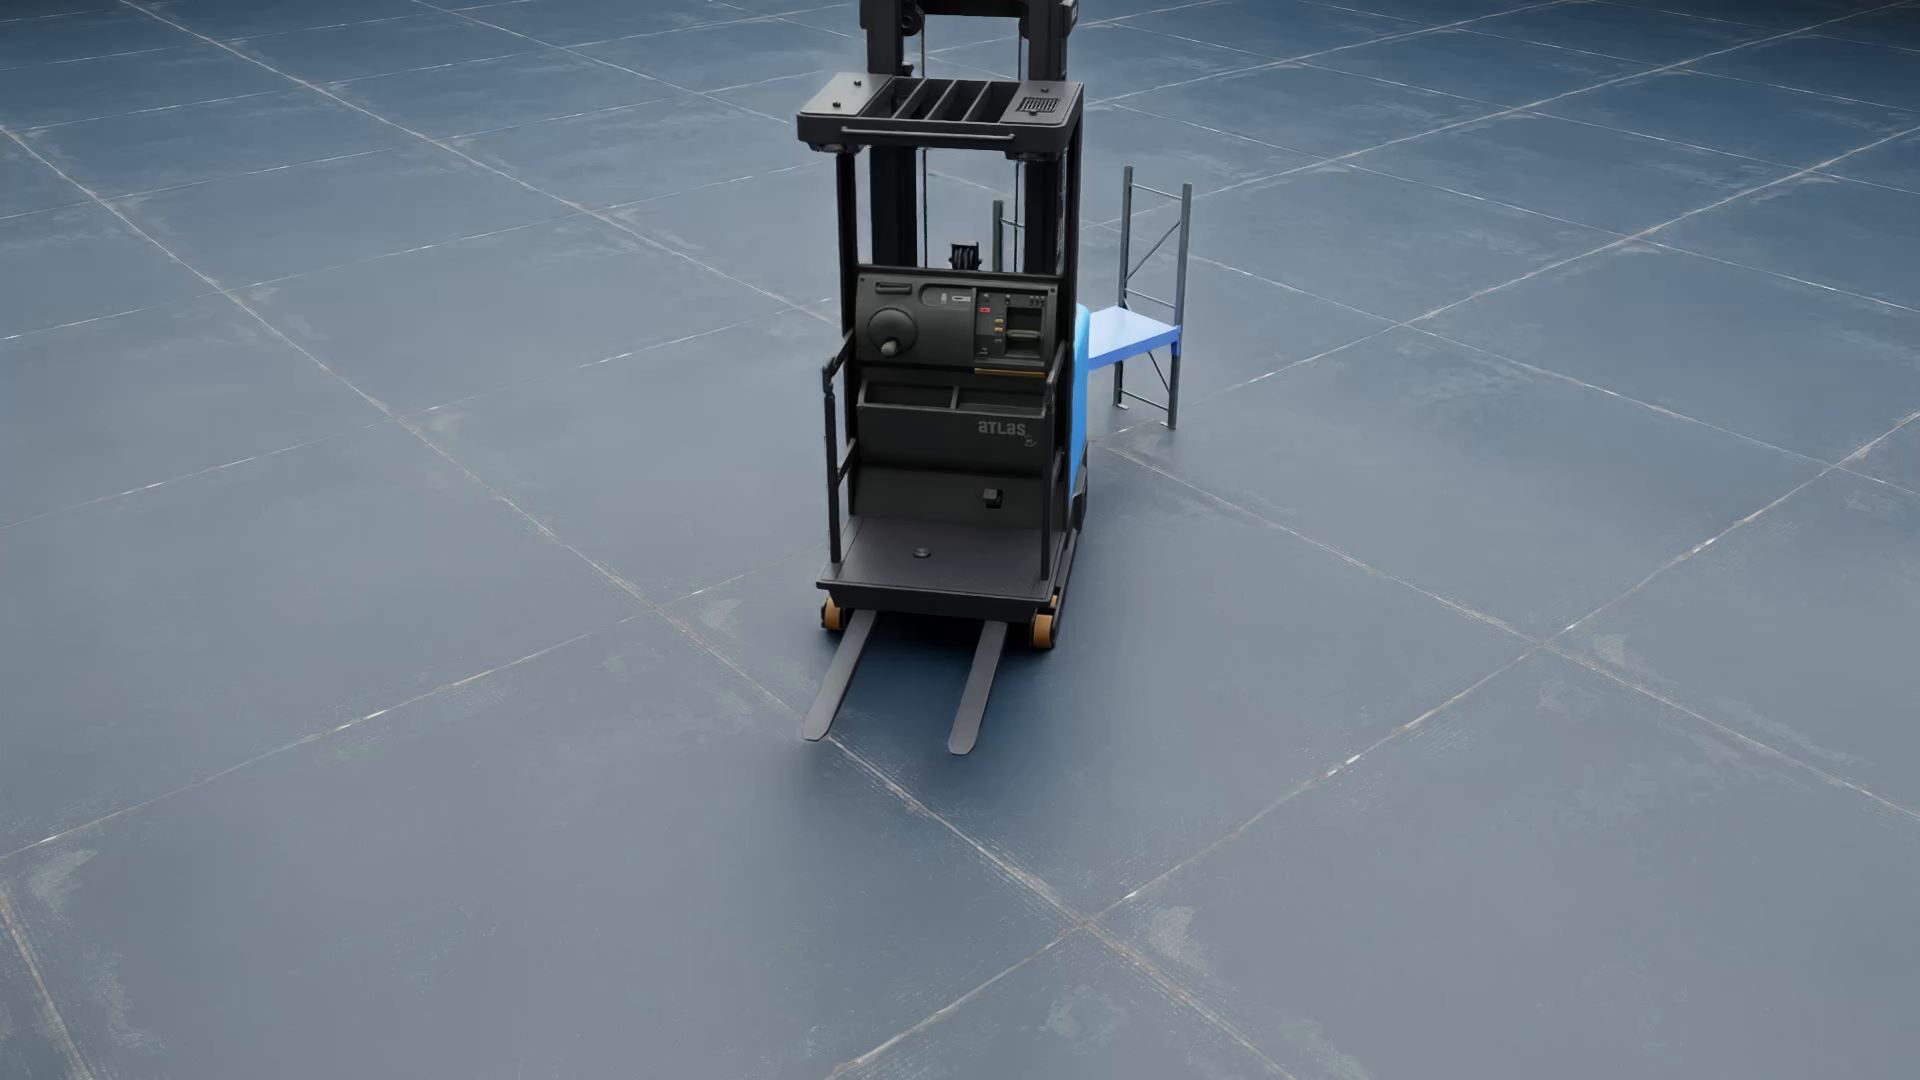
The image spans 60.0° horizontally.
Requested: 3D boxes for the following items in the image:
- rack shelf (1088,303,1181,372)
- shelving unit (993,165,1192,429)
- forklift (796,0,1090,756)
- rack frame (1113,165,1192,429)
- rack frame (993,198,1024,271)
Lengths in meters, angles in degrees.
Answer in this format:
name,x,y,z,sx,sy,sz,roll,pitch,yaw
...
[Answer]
name,x,y,z,sx,sy,sz,roll,pitch,yaw
rack shelf,0.740,-1.105,9.607,1.000,0.185,0.538,-22,35,-35
shelving unit,0.740,-1.263,9.523,1.048,1.500,0.538,-22,35,-35
forklift,-0.052,-0.964,7.444,1.130,2.935,3.031,5,28,8
rack frame,1.125,-1.420,9.815,0.032,1.500,0.500,-22,35,-35
rack frame,0.355,-1.107,9.230,0.032,1.500,0.500,-22,35,-35
